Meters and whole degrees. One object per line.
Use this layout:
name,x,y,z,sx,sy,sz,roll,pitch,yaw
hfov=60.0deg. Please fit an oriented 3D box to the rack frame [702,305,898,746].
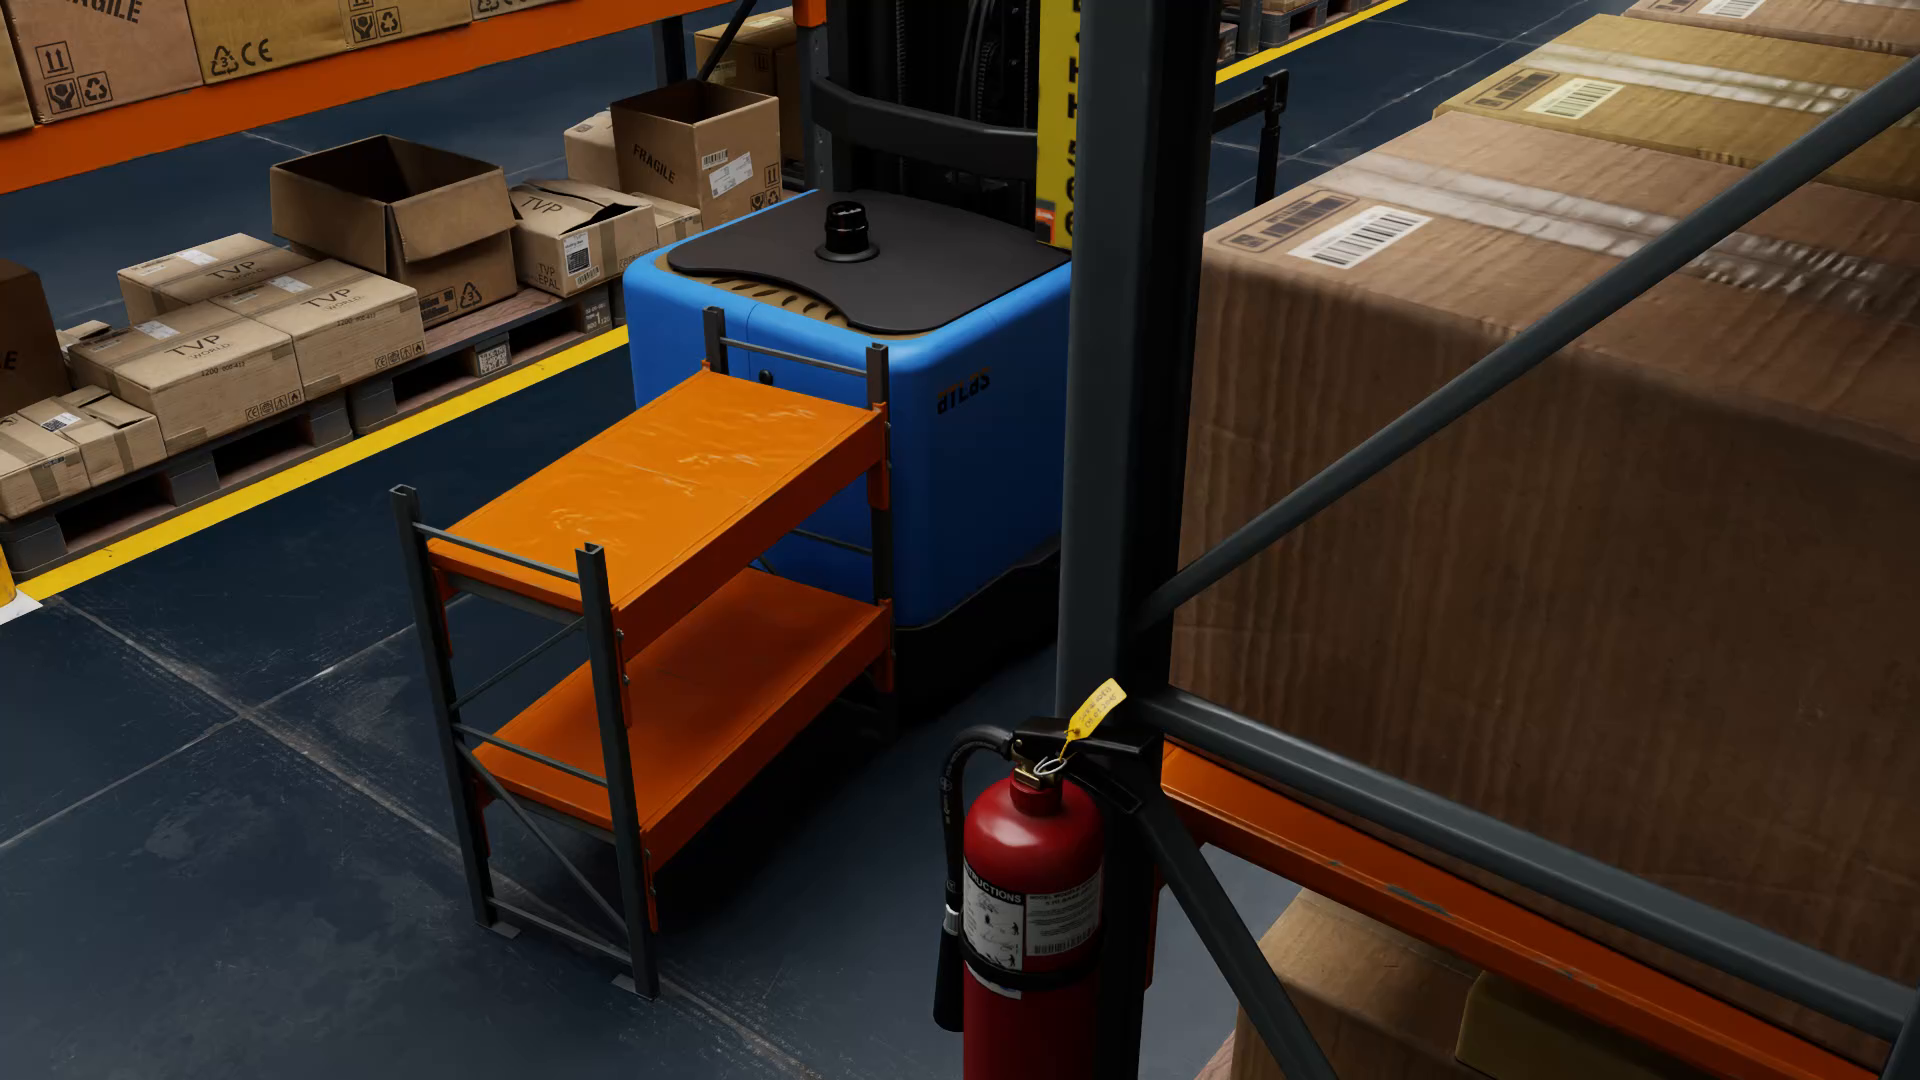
rack frame,-0.390,-0.013,4.169,0.500,1.125,0.032,15,34,24

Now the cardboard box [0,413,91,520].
cardboard box,-2.878,-0.228,5.058,0.380,0.149,0.250,21,37,31

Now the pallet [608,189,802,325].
pallet,-1.405,-1.348,7.318,1.003,0.211,1.213,21,37,31

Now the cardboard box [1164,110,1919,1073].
cardboard box,0.847,-0.017,2.043,0.980,0.700,0.700,23,38,33

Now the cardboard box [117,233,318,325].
cardboard box,-2.675,-0.881,6.060,0.500,0.250,0.500,21,37,31

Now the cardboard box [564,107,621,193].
cardboard box,-1.416,-1.755,7.475,0.500,0.311,0.500,21,37,31

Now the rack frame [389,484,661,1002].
rack frame,-0.874,0.442,3.400,0.500,1.125,0.032,15,34,24

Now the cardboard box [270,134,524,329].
cardboard box,-2.120,-1.177,6.311,0.797,0.503,0.637,21,37,31

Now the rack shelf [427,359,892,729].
rack shelf,-0.632,-0.037,3.636,0.538,0.278,1.000,15,34,24

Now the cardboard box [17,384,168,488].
cardboard box,-2.727,-0.337,5.225,0.380,0.166,0.250,21,37,31

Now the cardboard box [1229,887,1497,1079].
cardboard box,0.890,0.902,2.827,0.700,0.500,0.500,21,37,31

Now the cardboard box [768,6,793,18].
cardboard box,-0.616,-2.428,8.425,0.500,0.500,0.500,21,37,31

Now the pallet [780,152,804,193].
pallet,-0.529,-1.969,8.366,1.003,0.211,1.213,21,37,31

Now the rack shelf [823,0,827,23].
rack shelf,0.217,-3.330,8.633,1.077,0.370,4.000,21,37,31

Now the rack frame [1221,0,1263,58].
rack frame,1.424,-4.453,9.821,1.000,3.000,0.127,21,37,31

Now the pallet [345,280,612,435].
pallet,-2.141,-0.850,6.478,1.003,0.211,1.213,21,37,31

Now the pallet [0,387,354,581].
pallet,-2.878,-0.356,5.645,1.003,0.211,1.213,21,37,31

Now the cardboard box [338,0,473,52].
cardboard box,-2.011,-1.960,5.517,0.500,0.500,0.500,22,37,32

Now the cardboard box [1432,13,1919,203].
cardboard box,1.277,-0.316,2.548,0.980,0.700,0.700,21,36,31

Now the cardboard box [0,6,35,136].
cardboard box,-2.927,-1.343,4.476,0.500,0.500,0.500,22,37,32

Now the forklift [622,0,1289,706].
forklift,0.382,-1.516,4.934,1.130,2.935,3.031,21,37,31

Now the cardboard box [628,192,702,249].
cardboard box,-1.286,-1.300,6.866,0.380,0.149,0.250,21,37,31

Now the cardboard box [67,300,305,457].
cardboard box,-2.548,-0.544,5.492,0.500,0.250,0.500,21,37,31

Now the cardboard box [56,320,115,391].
cardboard box,-2.957,-0.605,5.676,0.380,0.166,0.250,21,37,31

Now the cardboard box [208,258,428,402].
cardboard box,-2.247,-0.747,5.835,0.500,0.250,0.500,21,37,31

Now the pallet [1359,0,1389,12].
pallet,2.689,-4.069,11.909,1.003,0.211,1.213,21,37,31

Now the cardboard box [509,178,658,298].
cardboard box,-1.561,-1.236,6.598,0.500,0.311,0.500,21,37,31

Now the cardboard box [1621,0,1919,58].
cardboard box,1.745,-0.624,3.066,0.980,0.700,0.700,19,36,29

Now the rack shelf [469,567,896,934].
rack shelf,-0.632,0.425,3.910,0.538,0.278,1.000,15,34,24

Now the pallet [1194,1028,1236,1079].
pallet,0.967,1.173,3.064,1.003,0.211,1.213,21,37,31

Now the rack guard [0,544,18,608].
rack guard,-3.359,-0.156,5.024,1.175,0.500,0.348,21,37,31

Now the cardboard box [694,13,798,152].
cardboard box,-0.921,-2.229,8.090,0.500,0.500,0.500,21,37,31

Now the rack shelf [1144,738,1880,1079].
rack shelf,1.754,-0.181,3.319,1.077,0.370,4.000,21,37,31

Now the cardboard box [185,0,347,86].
cardboard box,-2.314,-1.758,5.175,0.500,0.500,0.500,21,37,31

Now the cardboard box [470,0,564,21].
cardboard box,-1.706,-2.168,5.868,0.500,0.500,0.500,22,37,32

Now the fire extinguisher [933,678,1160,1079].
fire extinguisher,0.088,0.435,2.015,0.296,0.674,0.183,21,37,31

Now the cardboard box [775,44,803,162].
cardboard box,-0.504,-2.062,7.808,0.500,0.500,0.500,19,36,29

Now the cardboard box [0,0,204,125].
cardboard box,-2.619,-1.554,4.833,0.500,0.500,0.500,21,36,31

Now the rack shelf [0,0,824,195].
rack shelf,-2.197,-1.704,5.889,1.077,0.370,4.000,21,37,31

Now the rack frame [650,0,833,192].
rack frame,-0.990,-2.827,7.078,1.000,3.000,0.127,21,37,31

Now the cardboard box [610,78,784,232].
cardboard box,-1.108,-1.622,7.065,0.500,0.500,0.500,21,37,31

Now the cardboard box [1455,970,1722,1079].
cardboard box,0.974,0.735,2.472,0.380,0.149,0.250,21,37,32

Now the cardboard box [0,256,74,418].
cardboard box,-3.273,-0.612,5.360,0.500,0.500,0.500,21,37,31

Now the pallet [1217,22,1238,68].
pallet,0.944,-2.961,10.040,1.003,0.211,1.213,21,37,31

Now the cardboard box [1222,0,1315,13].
cardboard box,1.975,-3.573,10.622,0.500,0.250,0.500,21,37,31

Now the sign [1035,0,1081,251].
sign,0.123,-0.451,1.700,0.100,0.325,0.005,21,37,31

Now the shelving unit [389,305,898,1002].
shelving unit,-0.632,0.214,3.785,0.538,1.125,1.048,15,34,24

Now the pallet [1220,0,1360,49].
pallet,1.952,-3.576,11.076,1.003,0.211,1.213,21,37,31
